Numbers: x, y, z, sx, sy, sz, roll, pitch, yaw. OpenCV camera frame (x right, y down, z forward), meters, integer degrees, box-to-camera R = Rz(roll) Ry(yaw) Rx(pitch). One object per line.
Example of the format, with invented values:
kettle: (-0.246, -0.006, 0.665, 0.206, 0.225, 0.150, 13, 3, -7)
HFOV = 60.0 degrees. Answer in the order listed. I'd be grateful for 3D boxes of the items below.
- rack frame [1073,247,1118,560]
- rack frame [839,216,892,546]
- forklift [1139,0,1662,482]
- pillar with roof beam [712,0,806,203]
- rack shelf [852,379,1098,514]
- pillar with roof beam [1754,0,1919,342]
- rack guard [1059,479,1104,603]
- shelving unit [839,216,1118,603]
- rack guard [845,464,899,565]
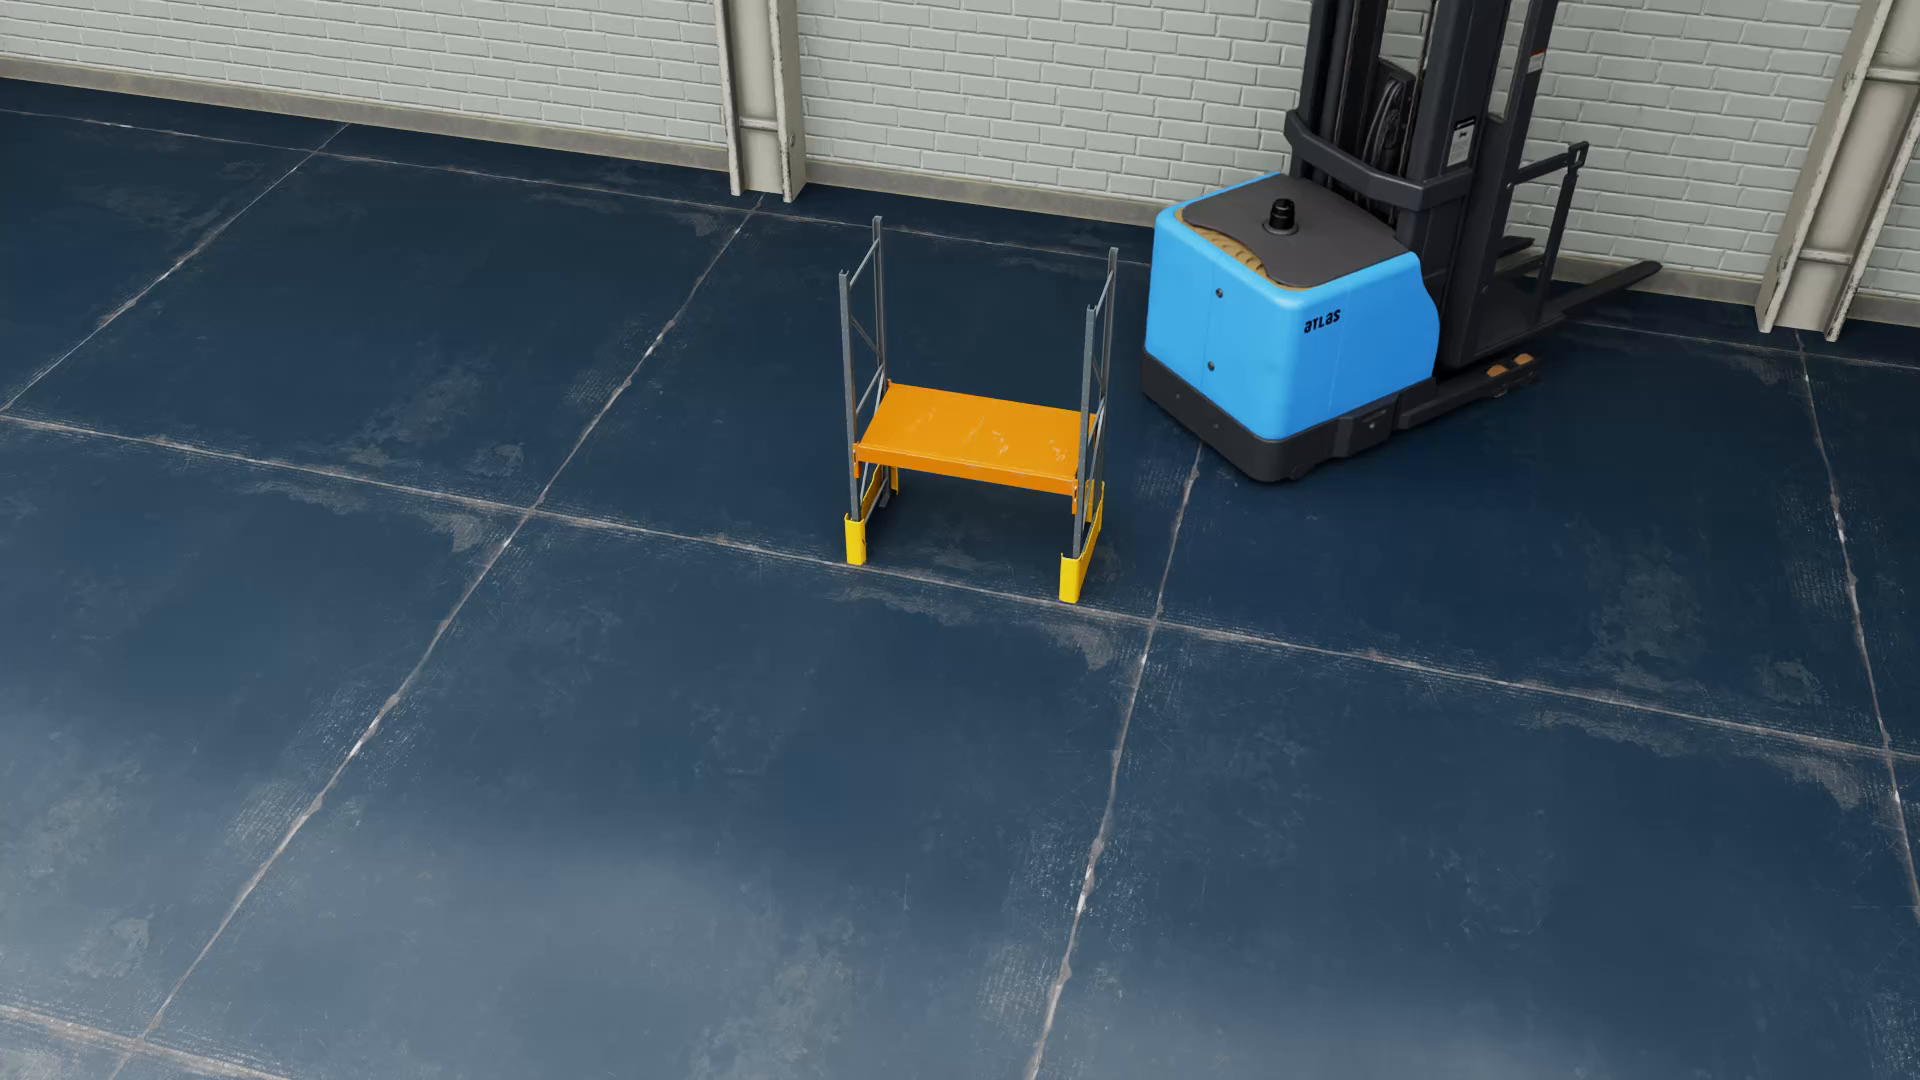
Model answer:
rack frame: (0.573, -0.476, 7.150, 0.032, 1.500, 0.500, 10, 41, 11)
rack frame: (-0.409, -0.645, 7.351, 0.032, 1.500, 0.500, 10, 41, 11)
forklift: (2.440, -2.127, 8.004, 3.031, 2.935, 1.130, -22, 45, -24)
pillar with roof beam: (-2.298, -2.973, 4.293, 0.400, 9.000, 9.100, 10, 41, 11)
rack shelf: (0.082, -0.422, 7.366, 1.000, 0.185, 0.538, 10, 41, 11)
pillar with roof beam: (3.498, -1.976, 3.105, 0.400, 9.000, 9.100, 10, 41, 11)
rack guard: (0.555, 0.000, 7.556, 0.087, 0.250, 0.587, 10, 41, 11)
shelving unit: (0.074, -0.562, 7.253, 1.083, 1.500, 0.587, 10, 41, 11)
rack guard: (-0.407, -0.166, 7.753, 0.087, 0.250, 0.587, 10, 41, 11)
